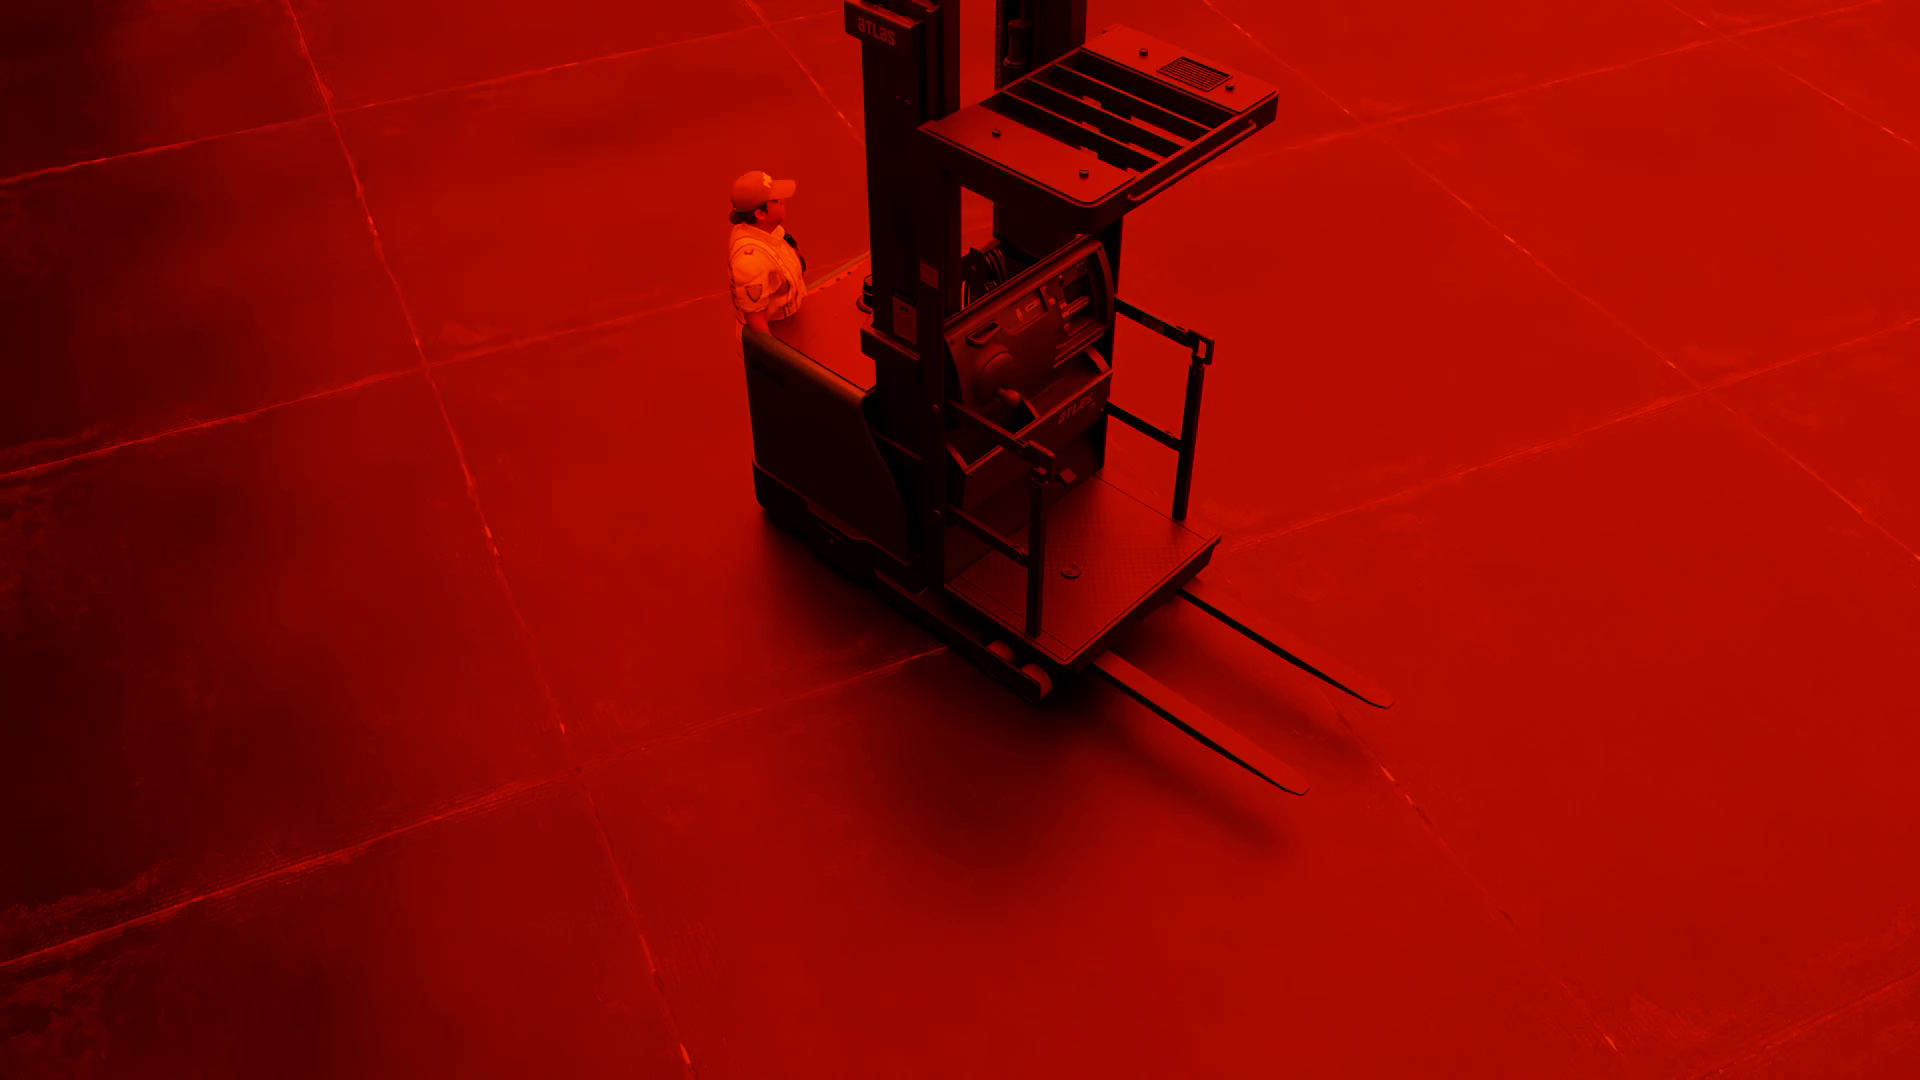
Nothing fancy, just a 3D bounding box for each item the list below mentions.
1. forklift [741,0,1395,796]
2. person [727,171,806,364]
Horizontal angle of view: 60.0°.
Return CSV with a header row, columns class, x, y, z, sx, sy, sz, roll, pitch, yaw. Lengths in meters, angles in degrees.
class,x,y,z,sx,sy,sz,roll,pitch,yaw
forklift,0.445,-0.788,6.525,3.031,2.935,1.130,32,52,30
person,-0.753,-0.902,7.563,0.529,1.670,0.598,-3,43,-3
